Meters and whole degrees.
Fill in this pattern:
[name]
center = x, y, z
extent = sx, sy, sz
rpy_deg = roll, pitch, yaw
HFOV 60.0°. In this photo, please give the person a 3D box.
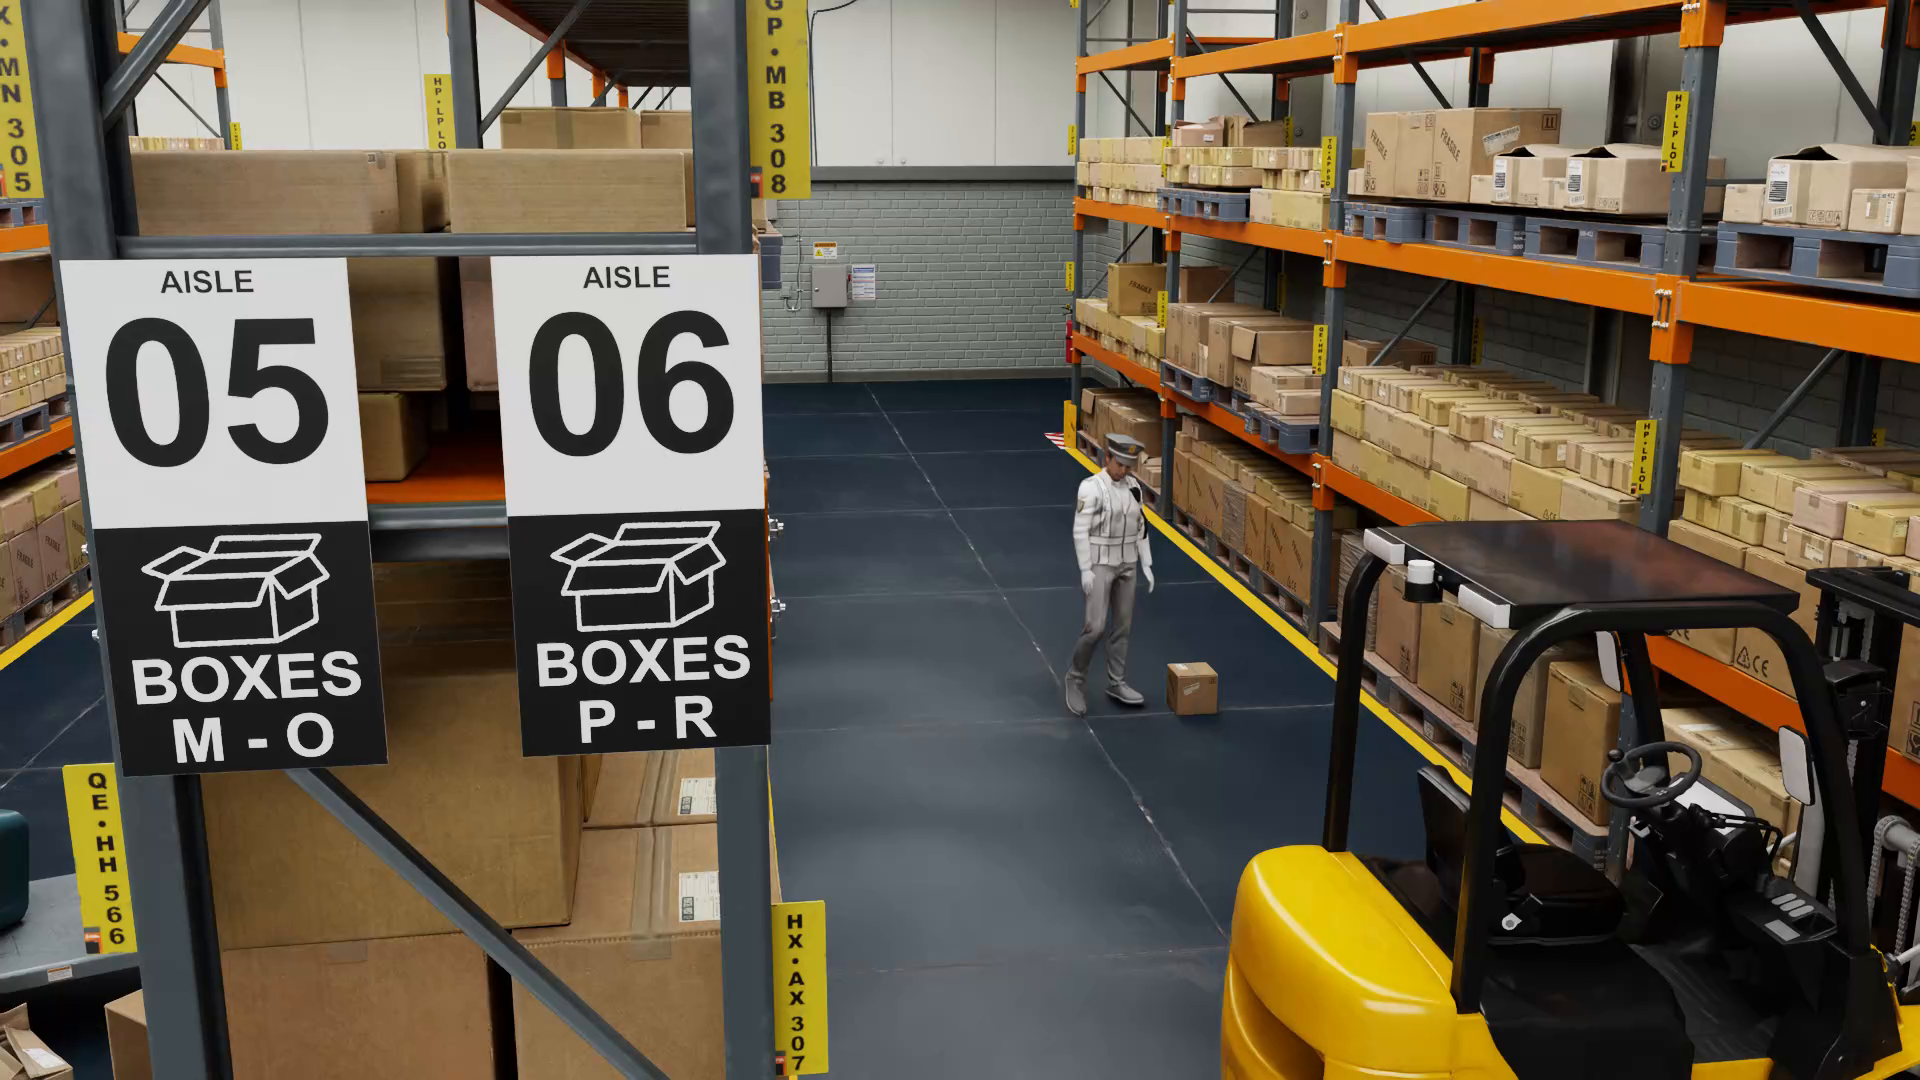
[person]
center = 0.907, 0.207, 10.095
extent = 0.561, 1.701, 0.375
rpy_deg = -9, 16, -32
